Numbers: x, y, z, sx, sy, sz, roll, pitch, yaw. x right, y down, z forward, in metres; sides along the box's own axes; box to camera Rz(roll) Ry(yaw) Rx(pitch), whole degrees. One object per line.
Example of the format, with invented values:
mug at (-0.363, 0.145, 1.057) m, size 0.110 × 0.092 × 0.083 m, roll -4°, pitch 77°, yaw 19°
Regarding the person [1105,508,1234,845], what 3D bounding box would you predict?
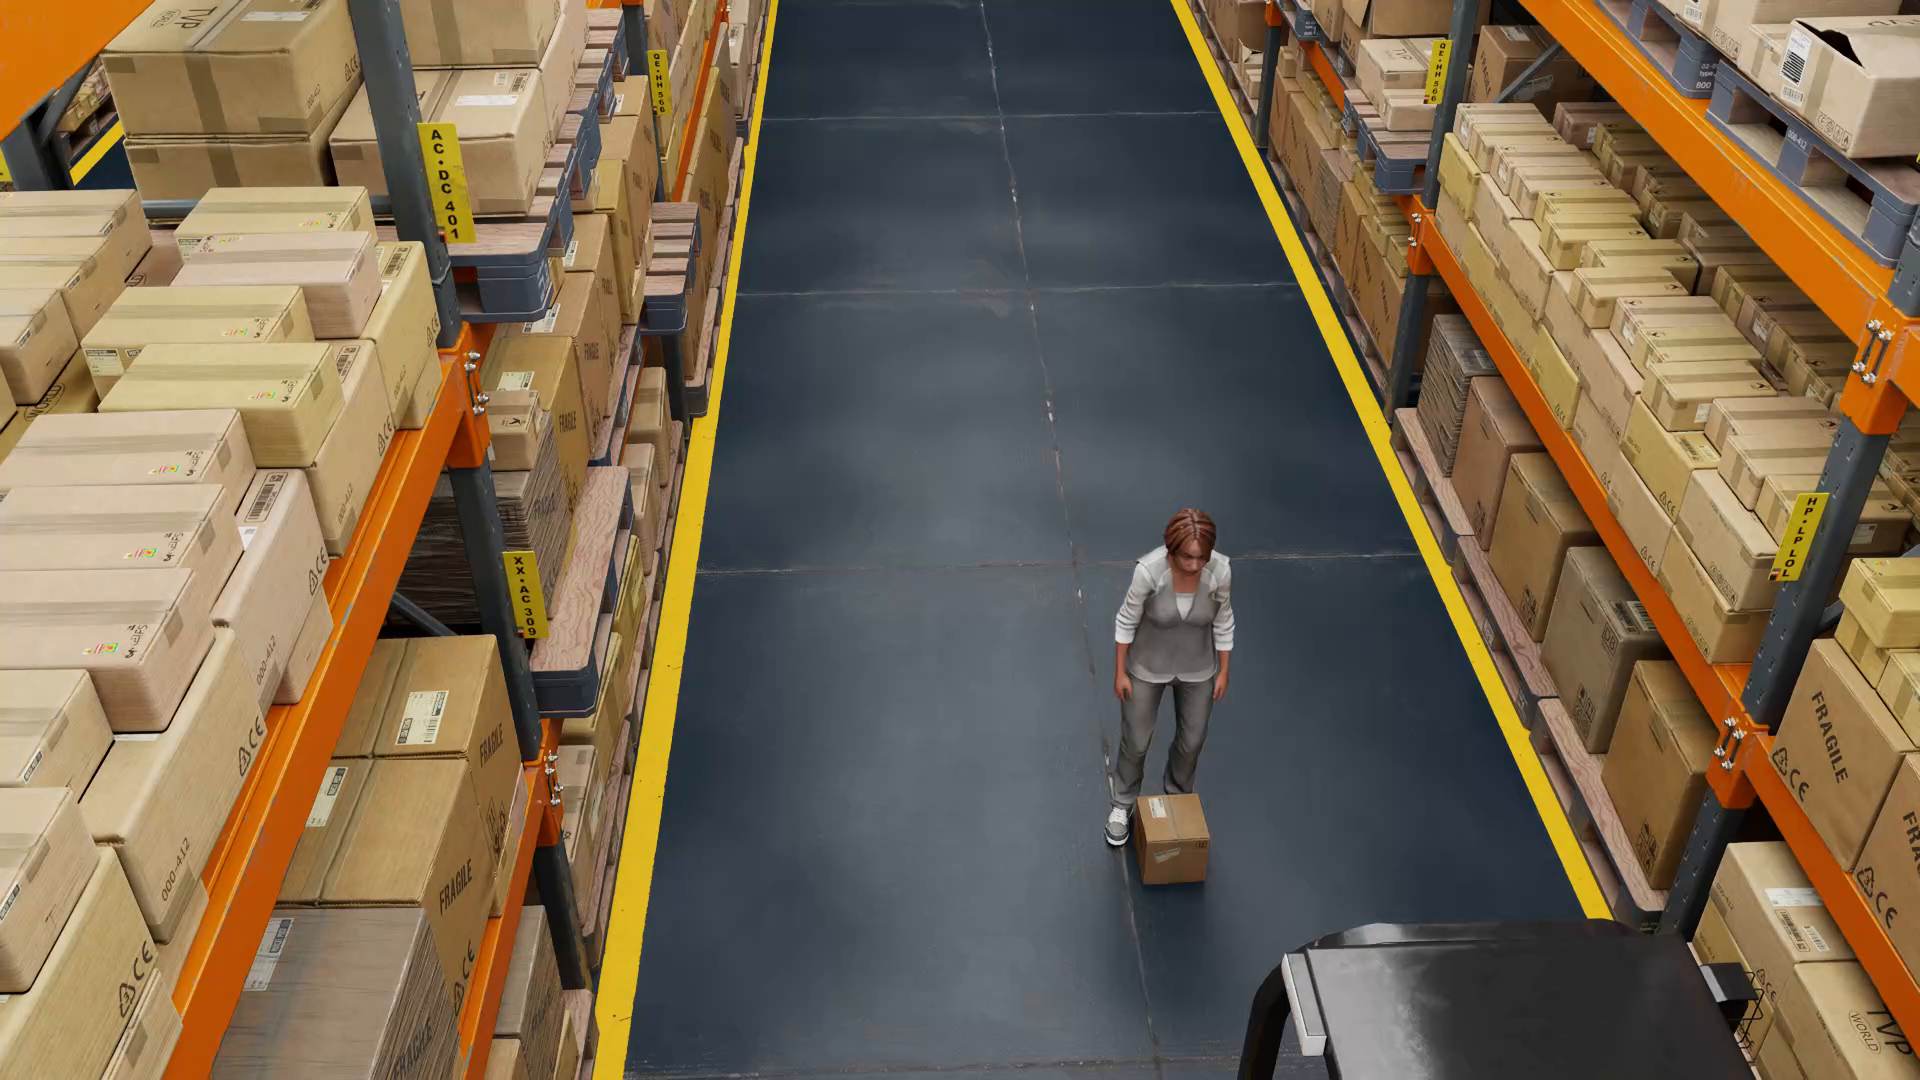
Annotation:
person at (0.824, 0.522, 6.484) m, size 0.460 × 1.582 × 0.343 m, roll -1°, pitch 36°, yaw -2°
